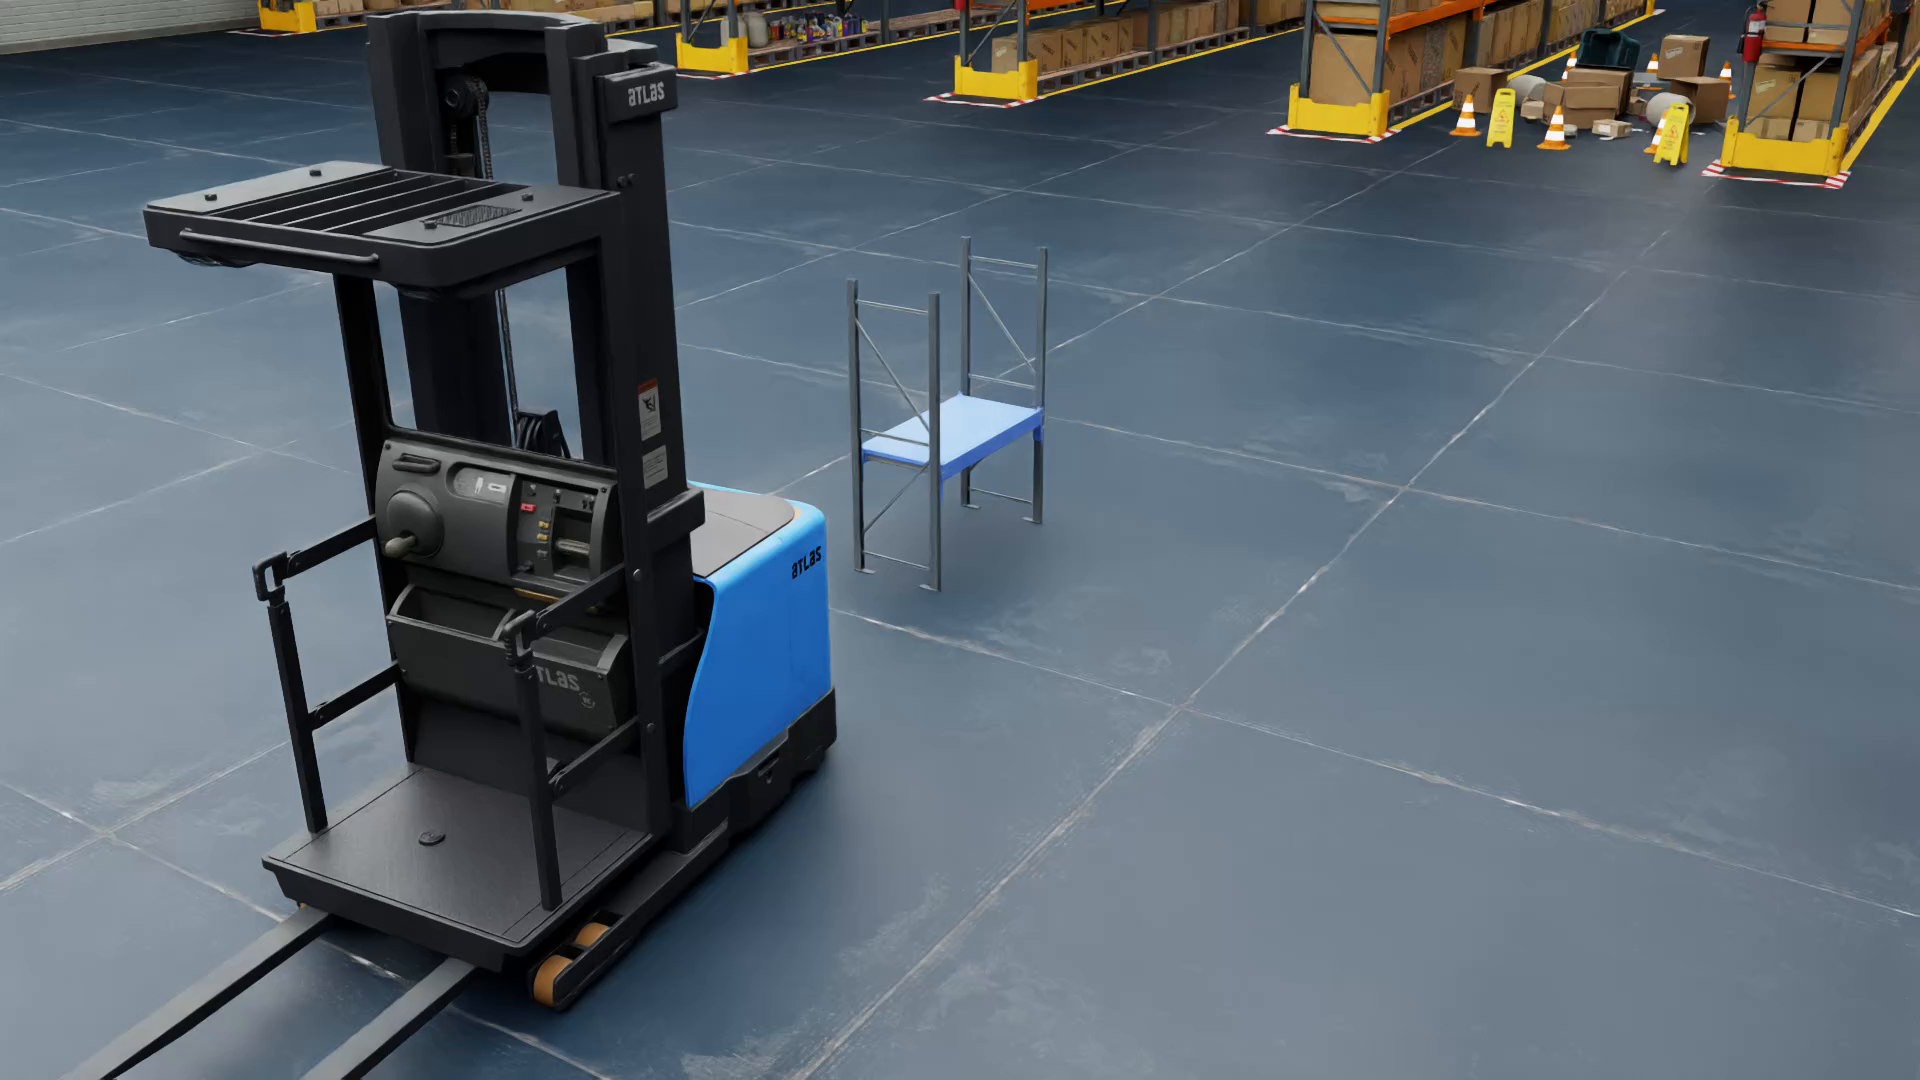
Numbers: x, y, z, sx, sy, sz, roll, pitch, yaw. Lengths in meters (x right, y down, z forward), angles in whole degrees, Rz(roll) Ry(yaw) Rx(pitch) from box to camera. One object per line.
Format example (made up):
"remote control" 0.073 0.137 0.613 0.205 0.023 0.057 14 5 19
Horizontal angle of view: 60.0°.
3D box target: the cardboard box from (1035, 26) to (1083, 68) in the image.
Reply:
"cardboard box" 1.426 -7.139 24.083 0.500 0.500 0.500 17 29 34

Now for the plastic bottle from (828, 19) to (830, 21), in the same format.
"plastic bottle" -2.115 -8.375 27.185 0.061 0.283 0.133 14 27 29

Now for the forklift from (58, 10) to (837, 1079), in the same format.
"forklift" -1.601 -0.051 5.177 1.130 2.935 3.031 11 26 24

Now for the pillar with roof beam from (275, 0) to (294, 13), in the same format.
"pillar with roof beam" -8.883 -12.853 27.112 9.100 9.000 0.400 14 27 29

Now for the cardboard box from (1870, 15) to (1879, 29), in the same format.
"cardboard box" 10.270 -5.938 19.006 0.380 0.149 0.250 14 27 29

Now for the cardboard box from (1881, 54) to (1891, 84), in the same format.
"cardboard box" 11.995 -6.386 22.505 0.950 0.372 0.625 15 28 31

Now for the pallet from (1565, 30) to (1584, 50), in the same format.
"pallet" 9.888 -8.490 28.097 1.003 0.211 1.213 14 27 29

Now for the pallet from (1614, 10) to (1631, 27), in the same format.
"pallet" 11.907 -9.814 31.155 1.003 0.211 1.213 14 27 29

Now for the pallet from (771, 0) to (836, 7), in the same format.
"pallet" -3.318 -11.212 34.383 1.003 0.211 1.213 14 27 29

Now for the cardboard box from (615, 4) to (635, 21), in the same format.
"cardboard box" -6.185 -9.459 29.757 0.500 0.250 0.500 14 27 29

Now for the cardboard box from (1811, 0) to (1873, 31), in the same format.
"cardboard box" 9.354 -5.677 17.589 0.500 0.500 0.500 13 27 28

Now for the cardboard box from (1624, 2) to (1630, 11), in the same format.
"cardboard box" 12.326 -10.007 31.151 0.380 0.149 0.250 14 27 30

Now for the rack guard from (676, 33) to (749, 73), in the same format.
"rack guard" -3.758 -7.396 25.206 1.175 0.500 0.348 14 27 29

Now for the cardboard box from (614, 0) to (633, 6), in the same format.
"cardboard box" -6.187 -9.804 29.609 0.500 0.500 0.500 14 27 29

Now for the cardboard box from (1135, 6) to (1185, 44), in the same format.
"cardboard box" 3.170 -8.235 26.589 0.700 0.500 0.500 14 27 29

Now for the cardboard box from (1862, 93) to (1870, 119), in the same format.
"cardboard box" 10.623 -5.236 20.003 0.500 0.250 0.500 13 27 28

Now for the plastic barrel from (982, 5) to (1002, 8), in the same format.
"plastic barrel" 0.705 -10.574 31.602 0.600 0.830 0.708 14 27 29

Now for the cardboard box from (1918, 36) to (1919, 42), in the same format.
"cardboard box" 14.940 -8.435 26.605 0.875 0.875 0.875 15 27 31

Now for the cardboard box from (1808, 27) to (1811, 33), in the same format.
"cardboard box" 9.442 -5.790 18.665 0.380 0.149 0.250 14 27 30

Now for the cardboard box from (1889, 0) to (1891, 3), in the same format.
"cardboard box" 10.956 -6.724 20.005 0.500 0.500 0.500 13 27 28

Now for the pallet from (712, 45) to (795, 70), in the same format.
"pallet" -3.325 -7.537 25.894 1.003 0.211 1.213 14 27 29

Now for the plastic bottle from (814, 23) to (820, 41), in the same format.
"plastic bottle" -2.303 -8.154 26.690 0.097 0.271 0.097 0 23 0

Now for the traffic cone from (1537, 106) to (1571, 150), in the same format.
"traffic cone" 6.877 -4.762 19.168 0.336 0.463 0.334 14 27 29

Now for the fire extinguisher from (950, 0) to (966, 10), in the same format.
"fire extinguisher" -0.002 -7.492 22.379 0.296 0.674 0.183 14 27 29

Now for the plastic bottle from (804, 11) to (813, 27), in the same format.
"plastic bottle" -2.526 -8.595 27.609 0.144 0.351 0.185 13 26 27

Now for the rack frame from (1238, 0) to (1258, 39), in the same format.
"rack frame" 4.670 -10.170 28.467 1.000 3.000 0.127 14 27 29

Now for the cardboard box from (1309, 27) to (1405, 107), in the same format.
"cardboard box" 4.912 -5.857 20.649 0.875 0.875 0.875 14 27 29

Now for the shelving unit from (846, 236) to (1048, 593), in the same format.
"shelving unit" -0.045 -0.659 8.386 0.538 1.500 1.048 14 27 29

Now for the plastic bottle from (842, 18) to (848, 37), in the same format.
"plastic bottle" -1.895 -8.407 27.260 0.061 0.283 0.133 16 28 32

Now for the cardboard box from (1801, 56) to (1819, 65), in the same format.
"cardboard box" 9.615 -5.339 19.296 0.500 0.500 0.500 13 27 28

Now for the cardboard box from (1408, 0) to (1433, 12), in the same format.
"cardboard box" 5.441 -6.953 20.847 0.875 0.550 0.550 14 27 29

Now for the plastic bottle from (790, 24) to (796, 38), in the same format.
"plastic bottle" -2.723 -8.310 27.138 0.097 0.201 0.097 0 23 0

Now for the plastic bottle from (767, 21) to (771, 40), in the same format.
"plastic bottle" -3.116 -8.218 26.824 0.061 0.283 0.133 15 27 30

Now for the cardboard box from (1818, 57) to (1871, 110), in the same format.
"cardboard box" 10.085 -5.236 19.057 0.500 0.500 0.500 14 27 30

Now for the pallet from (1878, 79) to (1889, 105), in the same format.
"pallet" 12.031 -6.140 22.668 1.003 0.211 1.213 14 27 29

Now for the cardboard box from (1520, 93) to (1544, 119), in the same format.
"cardboard box" 7.378 -5.526 21.180 0.396 0.266 0.258 20 30 38

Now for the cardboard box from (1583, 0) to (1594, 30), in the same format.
"cardboard box" 10.493 -9.017 28.420 0.500 0.500 0.500 13 27 28

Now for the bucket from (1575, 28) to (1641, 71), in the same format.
"bucket" 8.607 -6.413 21.995 0.620 0.611 0.726 -6 22 -39

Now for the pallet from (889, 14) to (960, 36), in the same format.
"pallet" -0.624 -9.265 29.886 1.003 0.211 1.213 14 27 29

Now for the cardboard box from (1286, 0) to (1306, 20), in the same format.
"cardboard box" 5.528 -9.916 30.025 1.225 0.875 0.875 14 27 29

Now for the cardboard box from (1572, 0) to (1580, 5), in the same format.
"cardboard box" 9.939 -9.004 27.447 0.500 0.250 0.500 14 27 29

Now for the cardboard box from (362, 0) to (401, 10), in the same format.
"cardboard box" -11.003 -10.283 31.320 0.700 0.500 0.500 12 26 26

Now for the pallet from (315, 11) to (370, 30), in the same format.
"pallet" -11.676 -9.597 30.653 1.003 0.211 1.213 14 27 29

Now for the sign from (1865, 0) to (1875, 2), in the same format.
"sign" 9.330 -5.677 16.998 0.100 0.325 0.005 14 27 29

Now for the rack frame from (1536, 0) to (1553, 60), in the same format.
"rack frame" 8.830 -9.097 25.987 1.000 3.000 0.127 14 27 29

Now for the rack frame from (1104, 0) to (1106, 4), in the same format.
"rack frame" 2.572 -12.558 33.983 1.000 3.000 0.127 14 27 29

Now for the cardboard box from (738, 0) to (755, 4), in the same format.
"cardboard box" -4.351 -10.606 32.406 0.500 0.250 0.500 15 27 30

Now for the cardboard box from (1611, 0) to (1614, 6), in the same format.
"cardboard box" 11.703 -9.807 30.314 0.380 0.149 0.250 12 26 26

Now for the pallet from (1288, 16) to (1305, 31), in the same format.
"pallet" 5.794 -9.551 30.546 1.003 0.211 1.213 14 27 29

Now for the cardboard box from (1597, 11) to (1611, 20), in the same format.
"cardboard box" 11.405 -9.387 29.717 0.380 0.149 0.250 13 26 27
